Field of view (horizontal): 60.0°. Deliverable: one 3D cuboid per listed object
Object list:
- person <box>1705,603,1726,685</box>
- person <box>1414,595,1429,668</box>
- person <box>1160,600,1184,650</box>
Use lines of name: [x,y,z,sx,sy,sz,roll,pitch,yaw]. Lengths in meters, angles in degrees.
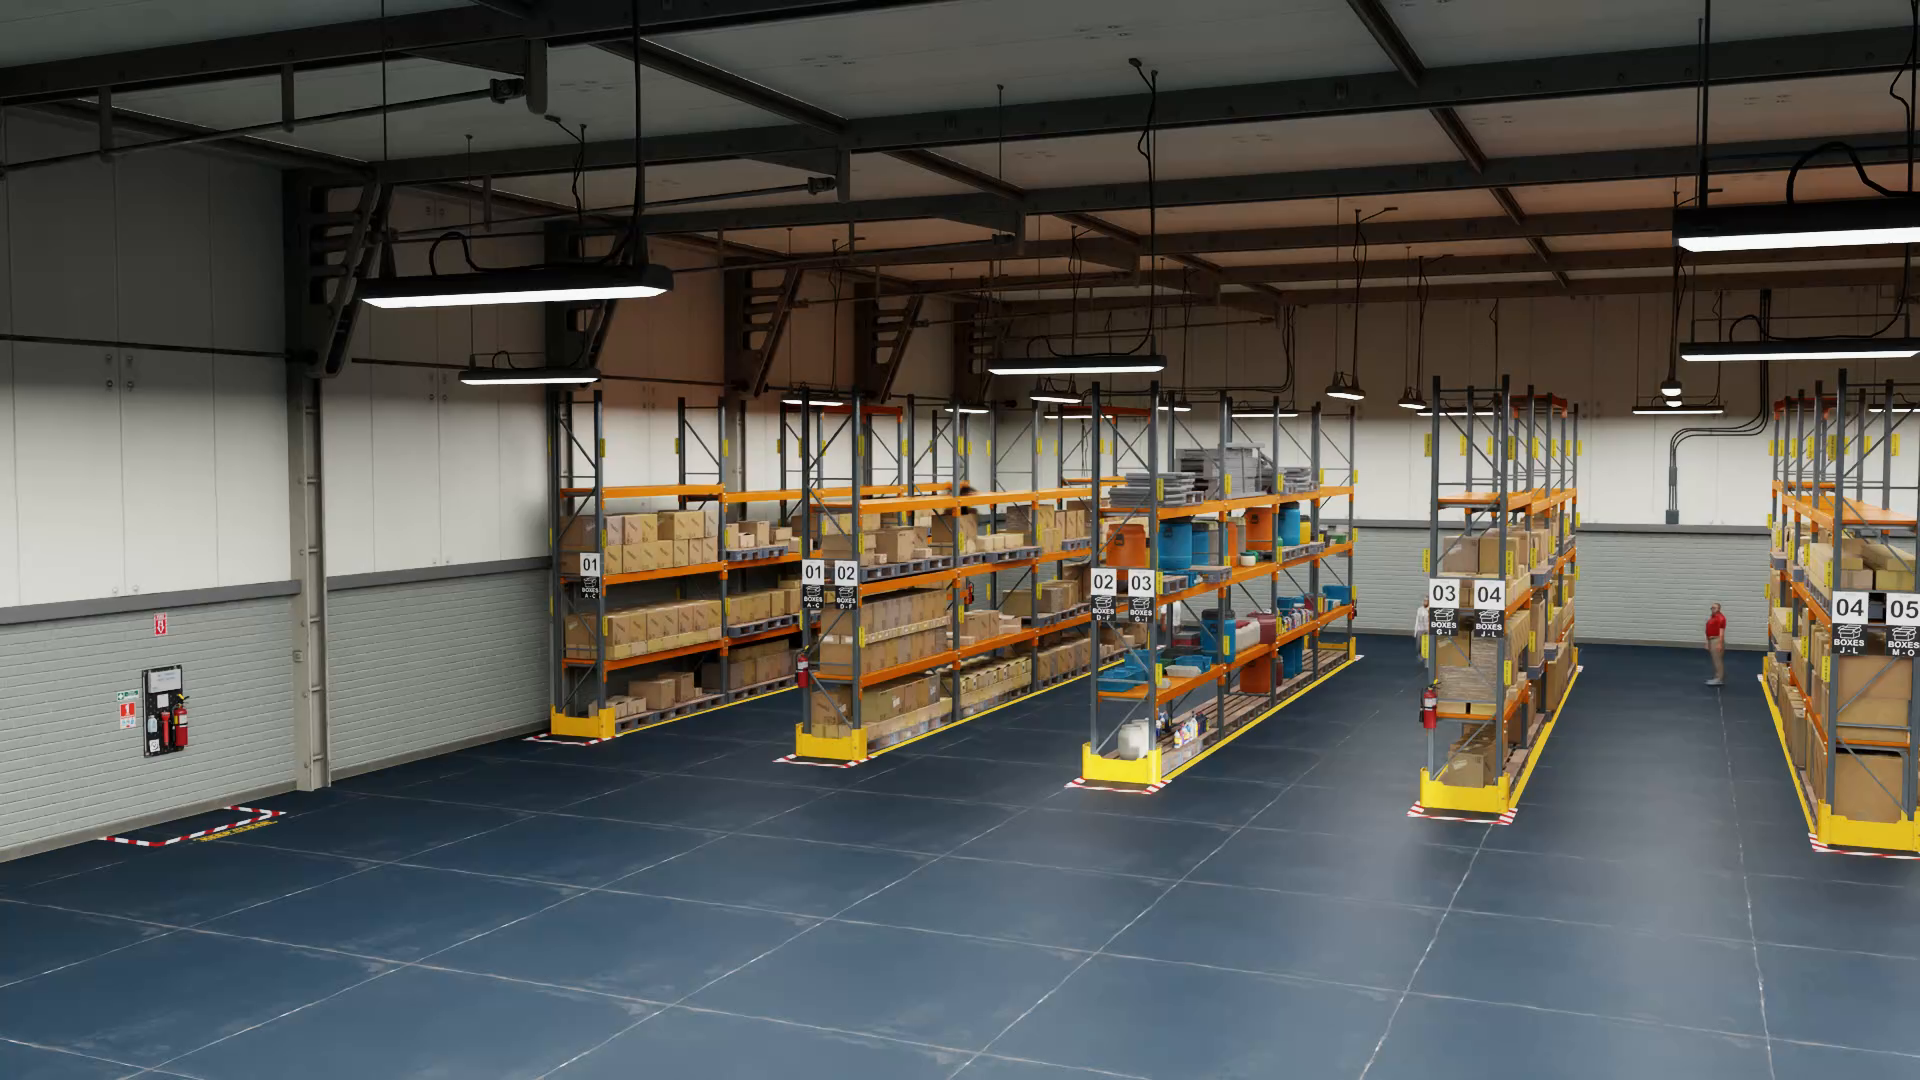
person: [15.965,2.193,35.179,0.367,1.731,0.568,1,3,14]
person: [10.642,2.067,37.946,0.514,1.654,0.707,1,3,21]
person: [4.974,1.992,38.595,0.609,1.781,0.563,-2,4,-37]
